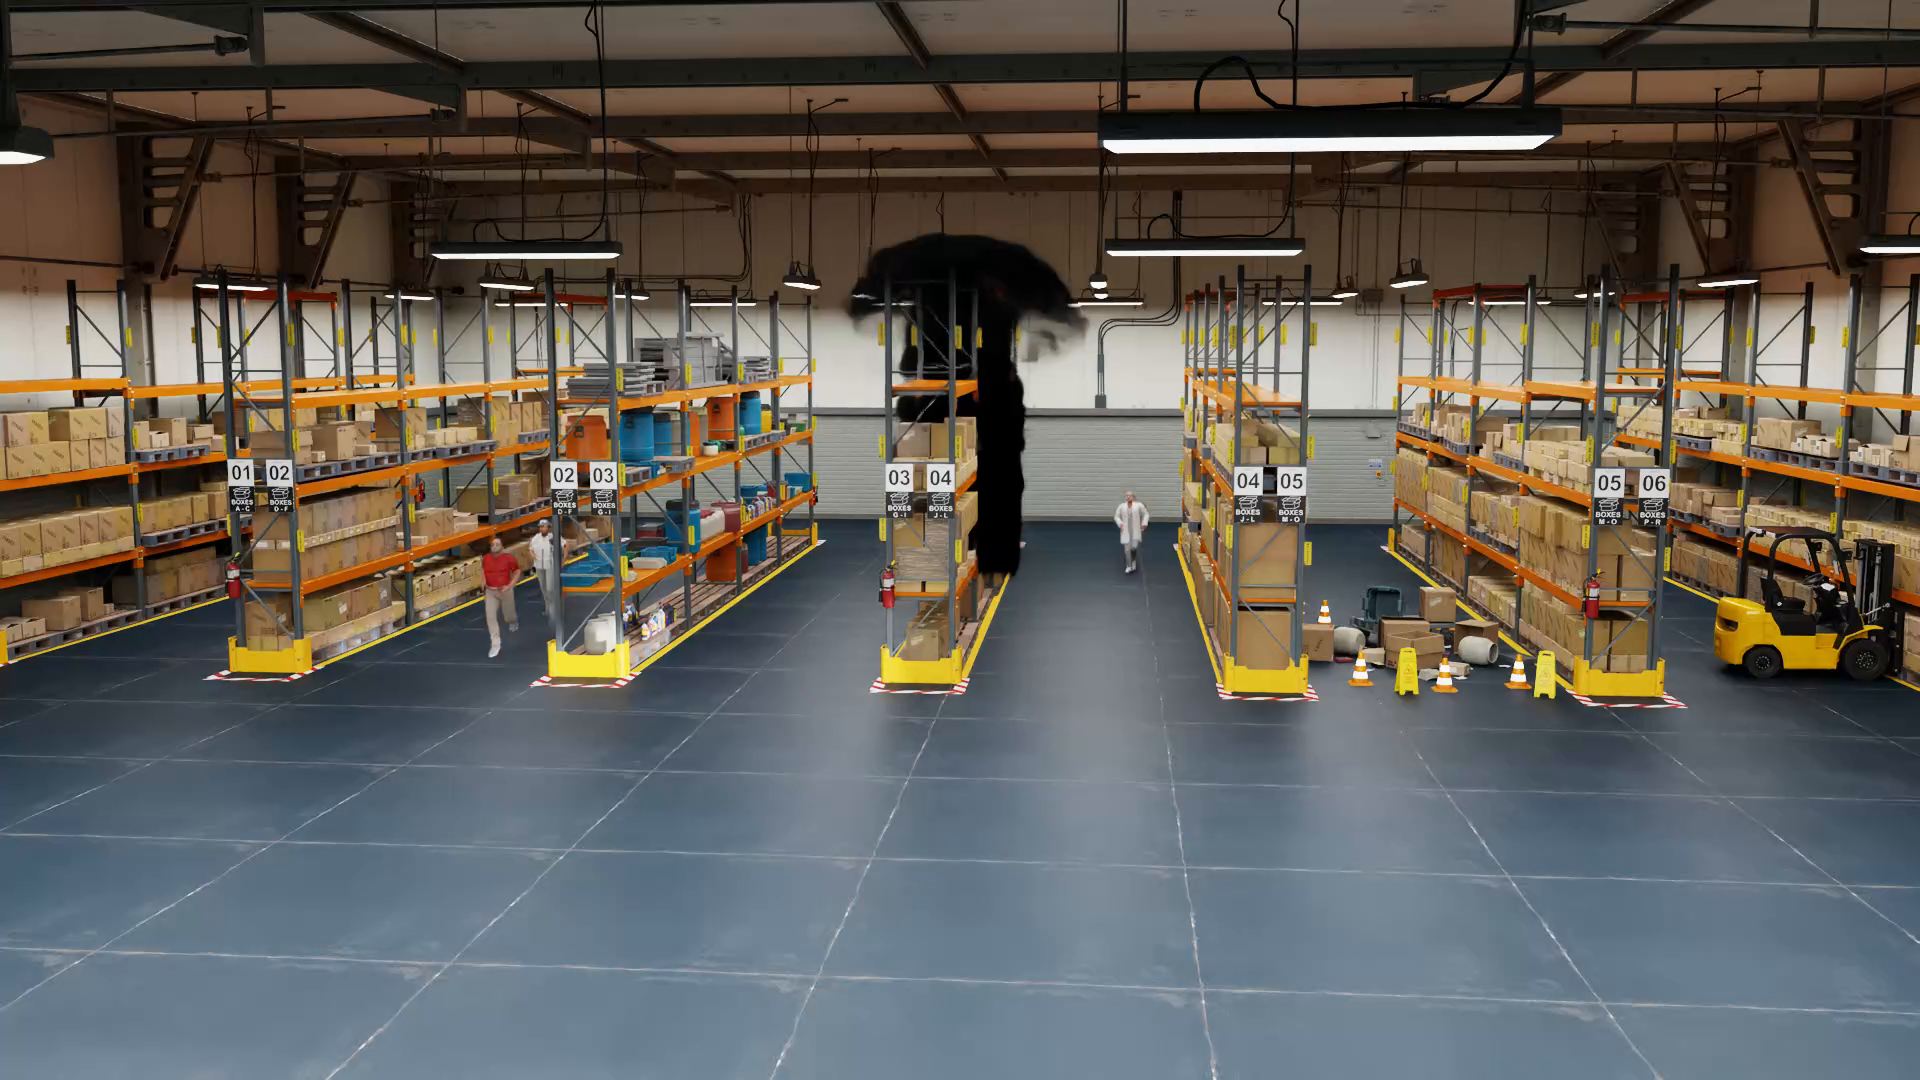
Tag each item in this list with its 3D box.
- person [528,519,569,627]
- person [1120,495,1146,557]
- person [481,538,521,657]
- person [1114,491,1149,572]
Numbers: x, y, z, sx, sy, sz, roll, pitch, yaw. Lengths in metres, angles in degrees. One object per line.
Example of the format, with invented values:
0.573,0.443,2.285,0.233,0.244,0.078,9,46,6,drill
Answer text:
-6.938,0.544,27.951,0.617,1.797,0.698,1,7,9,person
3.828,-0.254,37.162,0.642,1.599,0.978,0,7,-2,person
-6.981,0.837,25.266,0.639,1.747,0.999,0,7,-3,person
3.644,-0.168,35.512,0.721,1.737,0.593,1,7,12,person
